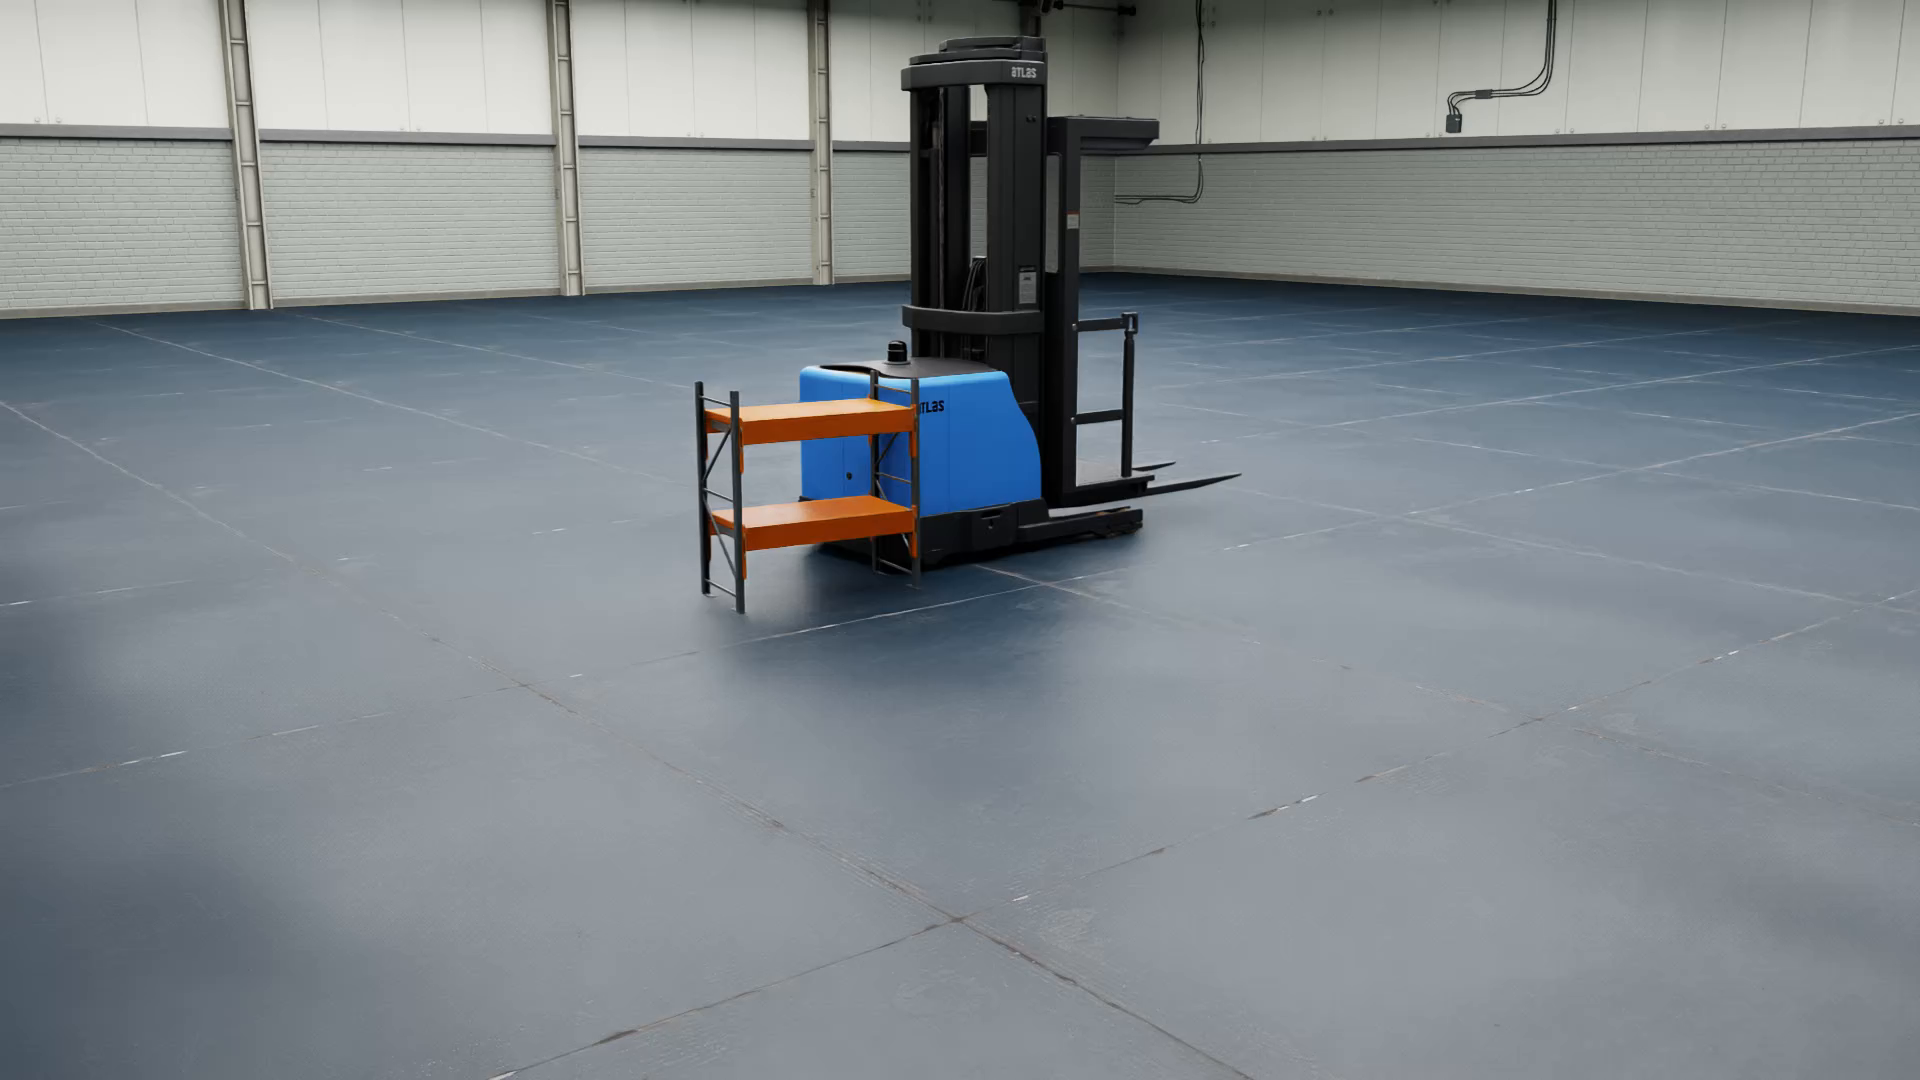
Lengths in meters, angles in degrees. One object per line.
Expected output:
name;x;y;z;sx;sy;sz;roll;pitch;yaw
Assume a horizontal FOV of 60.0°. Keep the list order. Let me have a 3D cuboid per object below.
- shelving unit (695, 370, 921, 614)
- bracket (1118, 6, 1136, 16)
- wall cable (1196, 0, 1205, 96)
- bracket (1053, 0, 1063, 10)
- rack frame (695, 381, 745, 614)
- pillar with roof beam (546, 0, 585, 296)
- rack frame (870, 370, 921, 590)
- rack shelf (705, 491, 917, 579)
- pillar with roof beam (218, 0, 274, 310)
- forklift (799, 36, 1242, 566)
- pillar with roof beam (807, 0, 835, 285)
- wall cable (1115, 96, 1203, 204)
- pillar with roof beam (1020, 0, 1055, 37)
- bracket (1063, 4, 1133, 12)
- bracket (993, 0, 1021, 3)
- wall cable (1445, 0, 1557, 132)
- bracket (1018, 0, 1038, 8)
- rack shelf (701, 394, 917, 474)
shelving unit;-0.788;-0.277;8.724;1.048;1.125;0.538;-7;14;-30
bracket;4.063;-12.895;40.527;0.430;0.232;0.235;-9;15;-38
wall cable;6.483;-11.511;37.992;0.112;2.526;3.097;-9;15;-38
bracket;2.212;-12.588;39.079;0.430;0.232;0.235;-9;15;-38
rack frame;-1.225;-0.223;8.469;0.032;1.125;0.500;-7;14;-30
pillar with roof beam;-5.015;-8.575;28.849;0.400;9.000;9.100;-9;15;-38
rack frame;-0.351;-0.331;8.978;0.032;1.125;0.500;-7;14;-30
rack shelf;-0.788;-0.038;8.775;1.000;0.278;0.538;-7;14;-30
pillar with roof beam;-9.700;-7.797;25.182;0.400;9.000;9.100;-9;15;-38
forklift;0.508;-1.517;10.215;3.031;2.935;1.130;-10;15;-38
pillar with roof beam;-0.329;-9.354;32.515;0.548;9.000;9.100;-9;15;-38
wall cable;4.793;-9.480;40.583;0.112;2.526;3.097;-9;15;-38
pillar with roof beam;4.356;-10.132;36.182;0.548;9.000;9.100;-9;15;-38
bracket;3.602;-12.819;40.166;3.189;0.066;0.076;-9;15;-38
bracket;-0.448;-12.146;36.997;4.783;0.066;0.076;-9;15;-38
wall cable;10.711;-11.120;32.646;0.169;6.003;2.305;-9;15;-38
bracket;1.564;-12.480;38.571;0.430;0.232;0.235;-9;15;-38
rack shelf;-0.788;-0.563;8.663;1.000;0.278;0.538;-7;14;-30
